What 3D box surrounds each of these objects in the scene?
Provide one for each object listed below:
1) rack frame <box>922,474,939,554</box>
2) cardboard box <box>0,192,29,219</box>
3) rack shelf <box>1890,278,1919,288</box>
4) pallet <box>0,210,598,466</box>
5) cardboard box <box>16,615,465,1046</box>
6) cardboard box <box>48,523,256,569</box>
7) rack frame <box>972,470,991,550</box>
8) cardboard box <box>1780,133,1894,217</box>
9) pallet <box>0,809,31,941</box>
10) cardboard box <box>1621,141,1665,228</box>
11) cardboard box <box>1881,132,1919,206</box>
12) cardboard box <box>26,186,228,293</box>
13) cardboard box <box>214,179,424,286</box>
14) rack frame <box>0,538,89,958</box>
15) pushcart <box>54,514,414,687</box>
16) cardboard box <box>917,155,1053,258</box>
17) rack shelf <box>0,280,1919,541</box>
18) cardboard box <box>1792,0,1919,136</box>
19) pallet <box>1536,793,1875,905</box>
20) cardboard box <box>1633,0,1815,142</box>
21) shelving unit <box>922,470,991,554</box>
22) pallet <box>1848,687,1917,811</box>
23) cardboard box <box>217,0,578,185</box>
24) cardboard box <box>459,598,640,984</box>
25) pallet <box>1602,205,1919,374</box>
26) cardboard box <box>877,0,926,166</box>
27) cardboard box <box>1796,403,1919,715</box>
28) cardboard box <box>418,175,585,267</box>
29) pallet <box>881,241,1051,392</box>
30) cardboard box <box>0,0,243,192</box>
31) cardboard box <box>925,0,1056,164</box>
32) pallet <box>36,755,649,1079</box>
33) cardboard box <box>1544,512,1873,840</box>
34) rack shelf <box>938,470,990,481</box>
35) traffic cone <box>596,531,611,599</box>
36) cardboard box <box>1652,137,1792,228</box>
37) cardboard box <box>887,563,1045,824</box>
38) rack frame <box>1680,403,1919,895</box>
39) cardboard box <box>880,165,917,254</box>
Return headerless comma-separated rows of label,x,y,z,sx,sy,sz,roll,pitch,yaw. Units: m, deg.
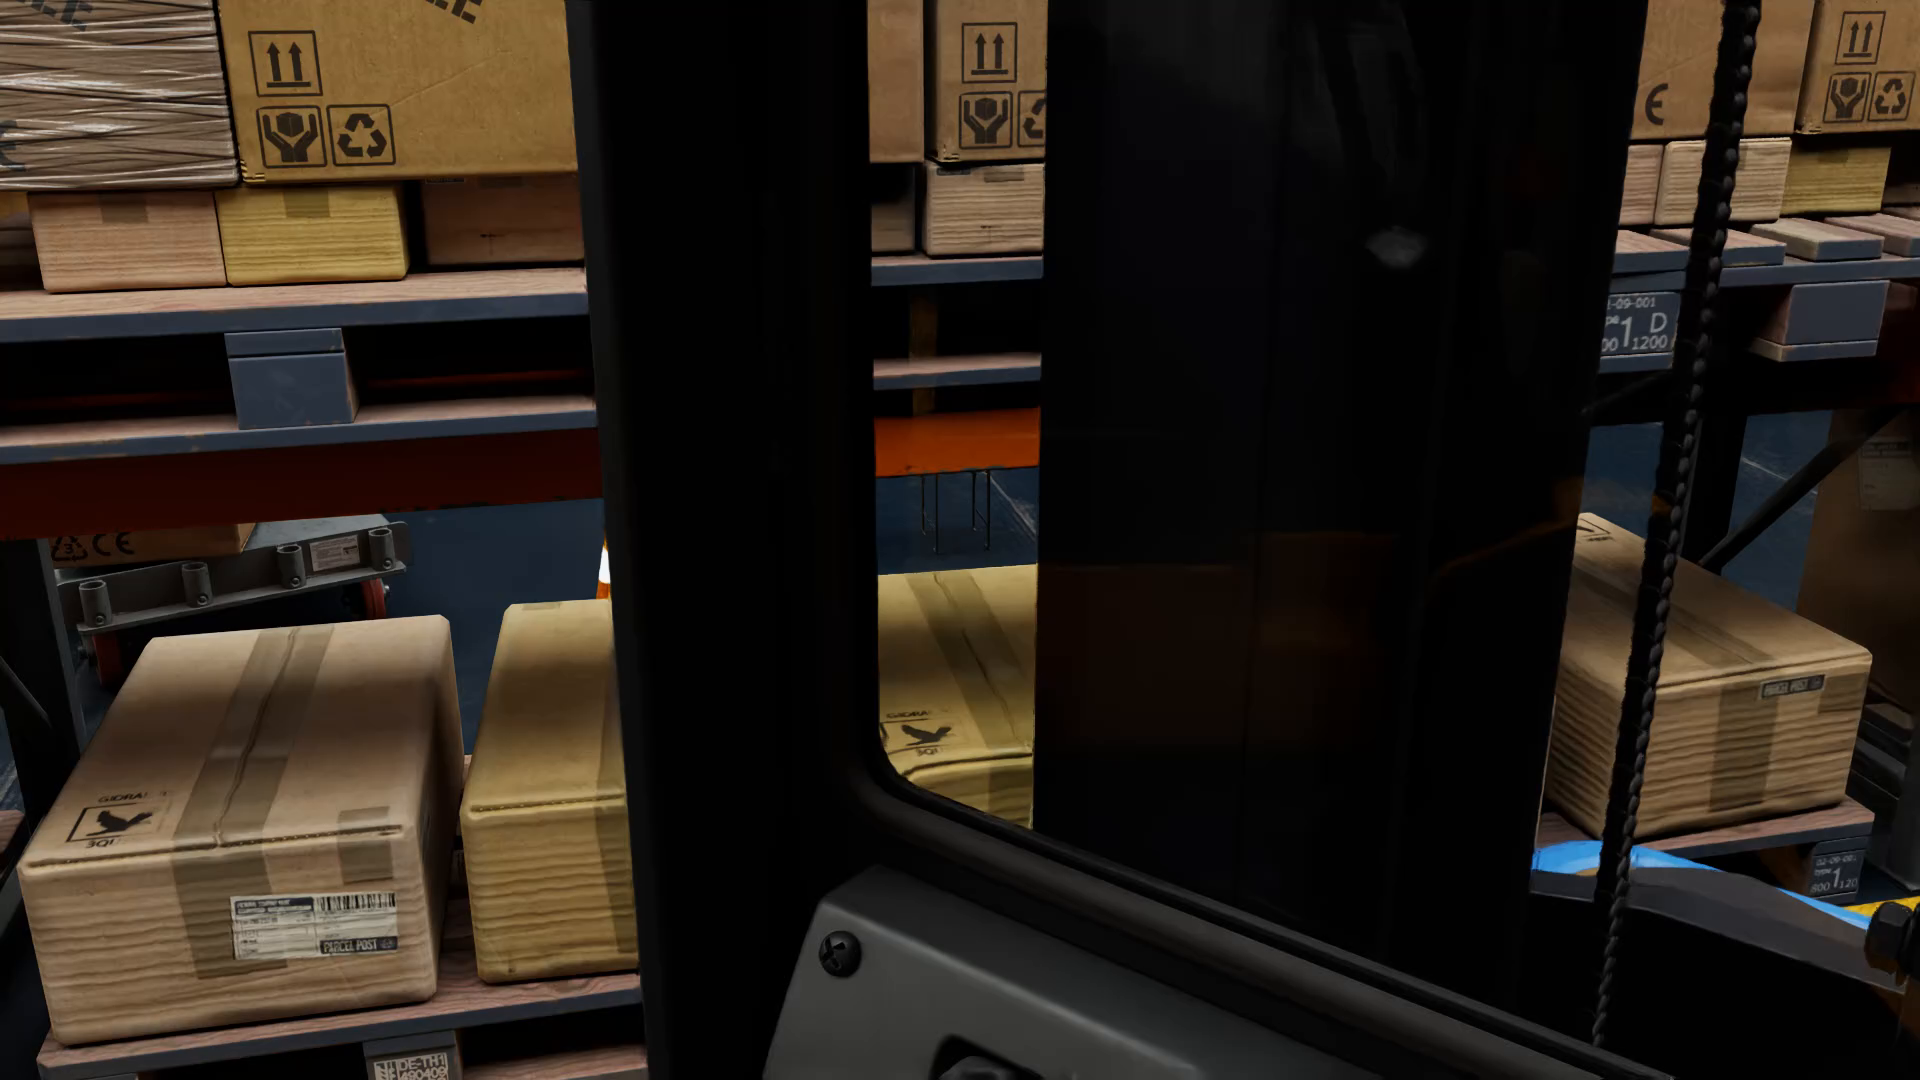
rack frame,-0.103,-0.555,5.585,0.006,1.200,0.240,-5,21,-12
cardboard box,-3.712,-1.301,7.485,0.875,0.875,0.875,-4,21,-12
rack shelf,3.992,-0.616,4.182,4.000,0.370,1.077,-5,21,-12
pallet,-1.069,-0.401,2.828,1.213,0.211,1.003,-5,21,-12
cardboard box,-1.337,0.515,3.258,0.625,0.372,0.950,-4,21,-12
cardboard box,-2.285,-0.255,4.682,0.500,0.500,0.500,-5,21,-12
rack frame,0.075,-0.569,5.625,0.006,1.200,0.240,-5,21,-12
cardboard box,1.537,-0.725,3.188,0.250,0.149,0.380,-4,21,-12
pallet,-2.492,0.895,3.065,1.213,0.211,1.003,-5,21,-12
cardboard box,1.055,-0.673,3.045,0.250,0.149,0.380,-6,21,-15
cardboard box,1.781,-0.770,3.312,0.250,0.149,0.380,-4,20,-10
cardboard box,-1.236,-0.497,2.564,0.250,0.149,0.380,-4,21,-12
cardboard box,-0.991,-0.513,2.610,0.250,0.149,0.380,-4,21,-11
rack frame,-1.847,-0.479,2.762,0.127,3.000,1.000,-5,21,-12
pushcart,-2.420,-0.007,5.286,0.936,0.377,1.648,-13,24,-31
cardboard box,0.039,-0.590,2.820,0.250,0.149,0.380,-4,20,-10
rack shelf,0.100,-0.300,3.318,4.000,0.370,1.077,-5,21,-12
cardboard box,1.668,-1.051,3.134,0.500,0.500,0.500,-5,21,-14
pallet,1.285,0.575,3.939,1.213,0.211,1.003,-5,21,-12
cardboard box,1.167,-1.006,3.012,0.500,0.500,0.500,-5,21,-13
shelving unit,-0.014,-0.562,5.605,0.189,1.200,0.258,-5,21,-12
pallet,2.831,0.476,4.208,1.213,0.211,1.003,-5,21,-12
cardboard box,-0.837,-0.844,2.570,0.500,0.500,0.500,-5,21,-12
cardboard box,-0.638,0.457,3.416,0.625,0.372,0.950,-3,20,-9
pallet,1.377,-0.614,3.408,1.003,0.211,1.213,-5,21,-12
cardboard box,-0.353,-0.879,2.664,0.500,0.500,0.500,-5,21,-13
cardboard box,2.737,-0.022,3.993,0.875,0.875,0.875,-5,21,-13
cardboard box,-0.733,-0.561,2.741,0.250,0.149,0.380,-3,20,-9
pallet,0.129,-0.536,3.194,1.213,0.211,1.003,-5,21,-12
cardboard box,-1.324,-0.804,2.461,0.500,0.500,0.500,-4,21,-11
cardboard box,0.145,-0.923,2.785,0.500,0.500,0.500,-6,21,-15
pallet,-1.089,0.768,3.412,1.213,0.211,1.003,-5,21,-12
cardboard box,1.494,0.282,3.893,0.625,0.372,0.950,-6,21,-16
rack shelf,-0.014,-0.295,5.703,0.180,0.103,0.258,-5,21,-12
traffic cone,-0.962,0.145,4.746,0.334,0.463,0.336,-5,21,-12
cardboard box,1.302,-0.690,3.092,0.250,0.149,0.380,-5,21,-13
cardboard box,0.038,0.401,3.568,0.625,0.372,0.950,-4,20,-11
rack frame,2.046,-0.796,3.627,0.127,3.000,1.000,-5,21,-12
cardboard box,-0.232,-0.587,2.810,0.250,0.149,0.380,-4,21,-12
